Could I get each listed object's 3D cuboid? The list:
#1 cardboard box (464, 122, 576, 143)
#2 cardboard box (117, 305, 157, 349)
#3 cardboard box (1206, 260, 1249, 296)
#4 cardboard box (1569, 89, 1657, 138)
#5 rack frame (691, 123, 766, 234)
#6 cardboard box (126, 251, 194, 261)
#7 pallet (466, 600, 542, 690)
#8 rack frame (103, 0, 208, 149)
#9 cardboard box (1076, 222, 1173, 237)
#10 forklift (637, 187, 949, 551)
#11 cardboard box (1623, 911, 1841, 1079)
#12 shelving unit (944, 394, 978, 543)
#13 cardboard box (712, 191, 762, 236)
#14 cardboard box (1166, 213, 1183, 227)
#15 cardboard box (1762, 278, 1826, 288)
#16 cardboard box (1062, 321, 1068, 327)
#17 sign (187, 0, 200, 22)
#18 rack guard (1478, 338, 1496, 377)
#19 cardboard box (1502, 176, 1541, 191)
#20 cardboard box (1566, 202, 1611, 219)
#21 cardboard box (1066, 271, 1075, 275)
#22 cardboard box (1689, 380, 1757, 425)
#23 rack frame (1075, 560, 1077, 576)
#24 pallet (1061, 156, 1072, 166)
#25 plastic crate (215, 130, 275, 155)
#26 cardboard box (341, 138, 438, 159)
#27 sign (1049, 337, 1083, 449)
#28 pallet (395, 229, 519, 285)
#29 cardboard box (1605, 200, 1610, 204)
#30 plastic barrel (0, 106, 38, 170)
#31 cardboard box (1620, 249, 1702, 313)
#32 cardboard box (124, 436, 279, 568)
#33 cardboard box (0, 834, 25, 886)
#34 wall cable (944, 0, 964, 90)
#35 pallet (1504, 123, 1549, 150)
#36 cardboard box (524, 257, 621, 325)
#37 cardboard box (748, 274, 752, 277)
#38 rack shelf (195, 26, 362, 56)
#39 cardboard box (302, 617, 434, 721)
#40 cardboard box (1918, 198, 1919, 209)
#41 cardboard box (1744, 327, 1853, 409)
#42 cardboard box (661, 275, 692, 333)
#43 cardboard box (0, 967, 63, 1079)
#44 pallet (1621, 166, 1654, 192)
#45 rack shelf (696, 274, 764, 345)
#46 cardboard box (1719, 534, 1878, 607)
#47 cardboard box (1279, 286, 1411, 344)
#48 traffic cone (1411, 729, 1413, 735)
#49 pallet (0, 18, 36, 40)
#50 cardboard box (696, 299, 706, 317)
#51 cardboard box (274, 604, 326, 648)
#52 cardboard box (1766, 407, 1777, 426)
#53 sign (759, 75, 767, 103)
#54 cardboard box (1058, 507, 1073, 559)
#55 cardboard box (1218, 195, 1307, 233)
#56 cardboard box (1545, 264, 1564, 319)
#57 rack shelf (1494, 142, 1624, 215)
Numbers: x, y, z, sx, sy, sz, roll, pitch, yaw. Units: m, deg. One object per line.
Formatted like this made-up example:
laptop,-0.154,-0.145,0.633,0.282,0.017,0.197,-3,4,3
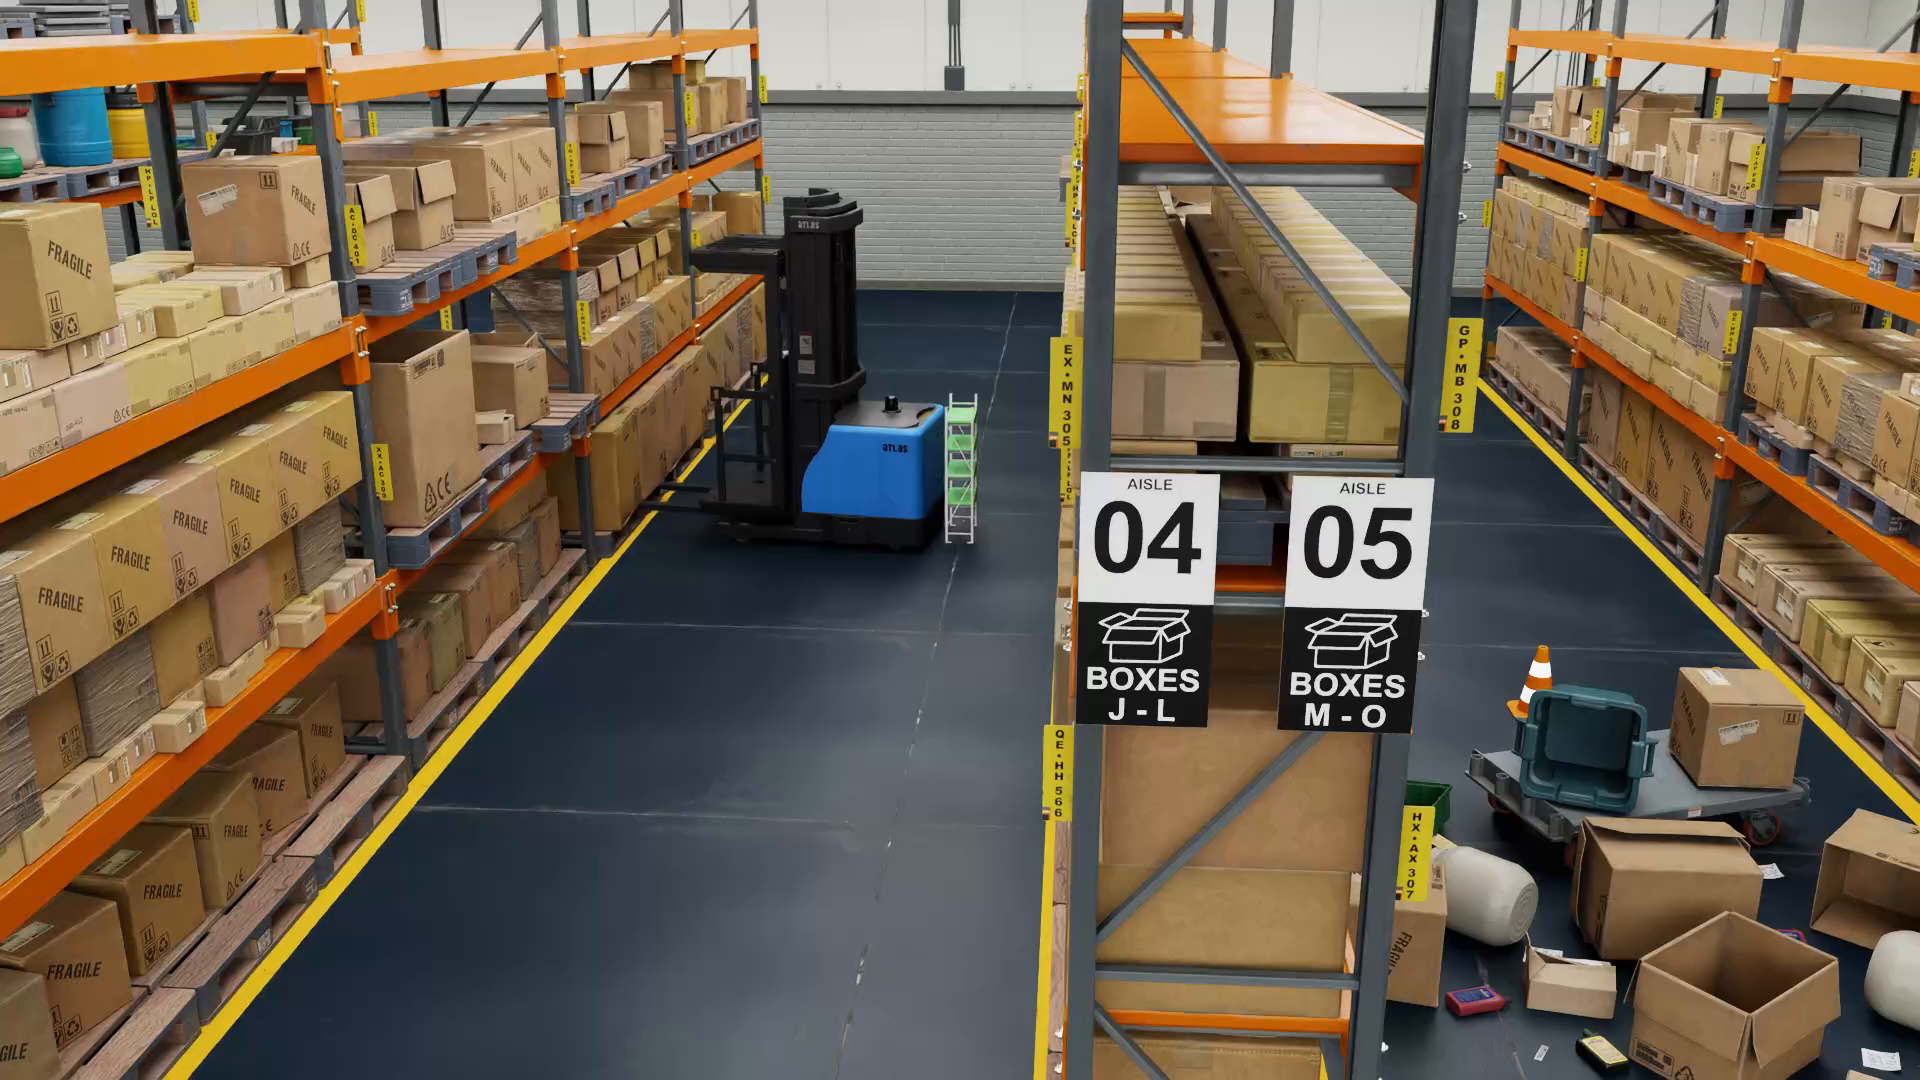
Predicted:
cardboard box,-3.547,-3.088,13.372,0.797,0.503,0.637,2,18,7
cardboard box,-3.737,-0.926,7.214,0.380,0.149,0.250,1,18,2
cardboard box,1.246,-0.953,6.625,0.500,0.250,0.500,1,18,4
cardboard box,6.717,-4.385,17.170,0.797,0.503,0.637,3,18,8
rack frame,-2.945,-3.708,20.920,1.000,3.000,0.127,1,18,4
cardboard box,-4.136,-1.430,8.754,0.380,0.149,0.250,1,18,2
pallet,-3.666,0.723,11.878,1.003,0.211,1.213,1,18,4
rack frame,-8.172,-5.427,16.532,1.000,3.000,0.127,1,18,4
cardboard box,0.661,-1.193,6.716,0.380,0.149,0.250,1,18,4
forklift,-1.675,-1.524,14.368,3.031,2.935,1.130,4,19,12
cardboard box,3.393,2.067,7.306,0.797,0.503,0.637,-13,22,-34
shelving unit,0.012,-0.622,14.393,0.258,1.200,0.503,1,18,4
cardboard box,-2.718,-3.977,20.301,0.500,0.500,0.500,2,18,5
cardboard box,0.820,-1.435,8.097,0.500,0.250,0.500,1,18,4
cardboard box,6.671,-1.826,13.413,0.500,0.500,0.500,1,18,4
cardboard box,1.020,-1.684,13.519,0.380,0.149,0.250,1,18,3
sign,-7.623,-5.314,16.526,0.100,0.325,0.005,1,18,4
rack guard,6.941,-2.306,20.657,1.175,0.500,0.348,1,18,4
cardboard box,6.638,-4.213,19.655,0.380,0.149,0.250,2,18,5
cardboard box,6.512,-3.413,17.215,0.380,0.149,0.250,1,18,3
cardboard box,1.207,-2.487,15.970,0.380,0.149,0.250,2,18,5
cardboard box,6.143,-1.093,13.183,0.500,0.250,0.500,1,18,2
rack frame,1.135,0.162,9.113,1.000,3.000,0.127,1,18,4
pallet,1.558,-3.470,15.680,1.213,0.211,1.003,1,18,4
plastic crate,-7.810,-4.319,18.179,0.497,0.269,0.590,1,18,4
cardboard box,-3.878,-2.479,11.392,0.500,0.500,0.500,1,18,2
sign,0.308,-0.421,4.779,0.100,0.325,0.005,1,18,4
pallet,-3.584,-1.828,10.670,1.213,0.211,1.003,1,18,4
cardboard box,6.976,-3.565,17.677,0.380,0.149,0.250,1,18,4
plastic barrel,-8.482,-3.577,14.812,0.433,0.535,0.433,0,18,0
cardboard box,6.287,-2.322,14.926,0.500,0.500,0.500,1,18,3
cardboard box,-3.634,-0.188,7.936,0.500,0.500,0.500,1,18,4
cardboard box,-3.797,1.221,6.284,0.380,0.149,0.250,1,18,4
wall cable,0.898,-9.766,24.610,2.277,5.999,0.120,1,18,4
pallet,6.897,-4.639,19.088,1.003,0.211,1.213,1,18,4
cardboard box,-3.401,-2.176,14.475,0.797,0.503,0.637,2,18,5
cardboard box,-2.697,-3.234,19.878,0.380,0.149,0.250,2,18,5
rack shelf,-8.029,-5.516,18.602,1.077,0.370,4.000,1,18,4
cardboard box,-3.740,0.808,10.448,0.700,0.500,0.500,0,18,0
cardboard box,6.045,-2.051,9.811,0.500,0.250,0.500,2,18,5
cardboard box,6.103,-1.255,12.125,0.500,0.500,0.500,1,18,2
cardboard box,-2.993,-2.361,16.652,0.500,0.500,0.500,1,18,4
cardboard box,-4.031,2.056,6.670,0.500,0.500,0.500,5,19,14
pallet,6.636,-3.293,15.144,0.805,0.209,1.217,1,18,2
rack shelf,-3.088,-2.744,19.137,1.077,0.370,4.000,1,18,4
cardboard box,6.315,0.223,12.472,0.950,0.372,0.625,0,18,0
cardboard box,1.208,-0.703,5.220,0.380,0.149,0.250,1,18,4
traffic cone,2.737,0.984,10.676,0.336,0.463,0.334,1,18,4
pallet,-8.376,-4.128,13.514,1.213,0.211,1.003,1,18,4
cardboard box,-2.879,-2.430,17.426,0.380,0.149,0.250,1,18,4
cardboard box,-3.540,0.446,8.648,0.380,0.149,0.250,1,18,4
cardboard box,6.103,-0.898,12.075,0.380,0.149,0.250,0,18,1
sign,-2.405,-5.500,20.278,0.100,0.325,0.005,1,18,4
cardboard box,1.229,0.247,11.789,1.050,0.750,0.750,2,18,5
cardboard box,1.390,-1.493,7.634,0.380,0.149,0.250,1,18,4
cardboard box,6.462,-2.601,17.384,0.500,0.500,0.500,1,18,3
rack shelf,6.796,-3.949,17.995,1.077,0.370,4.000,1,18,4
